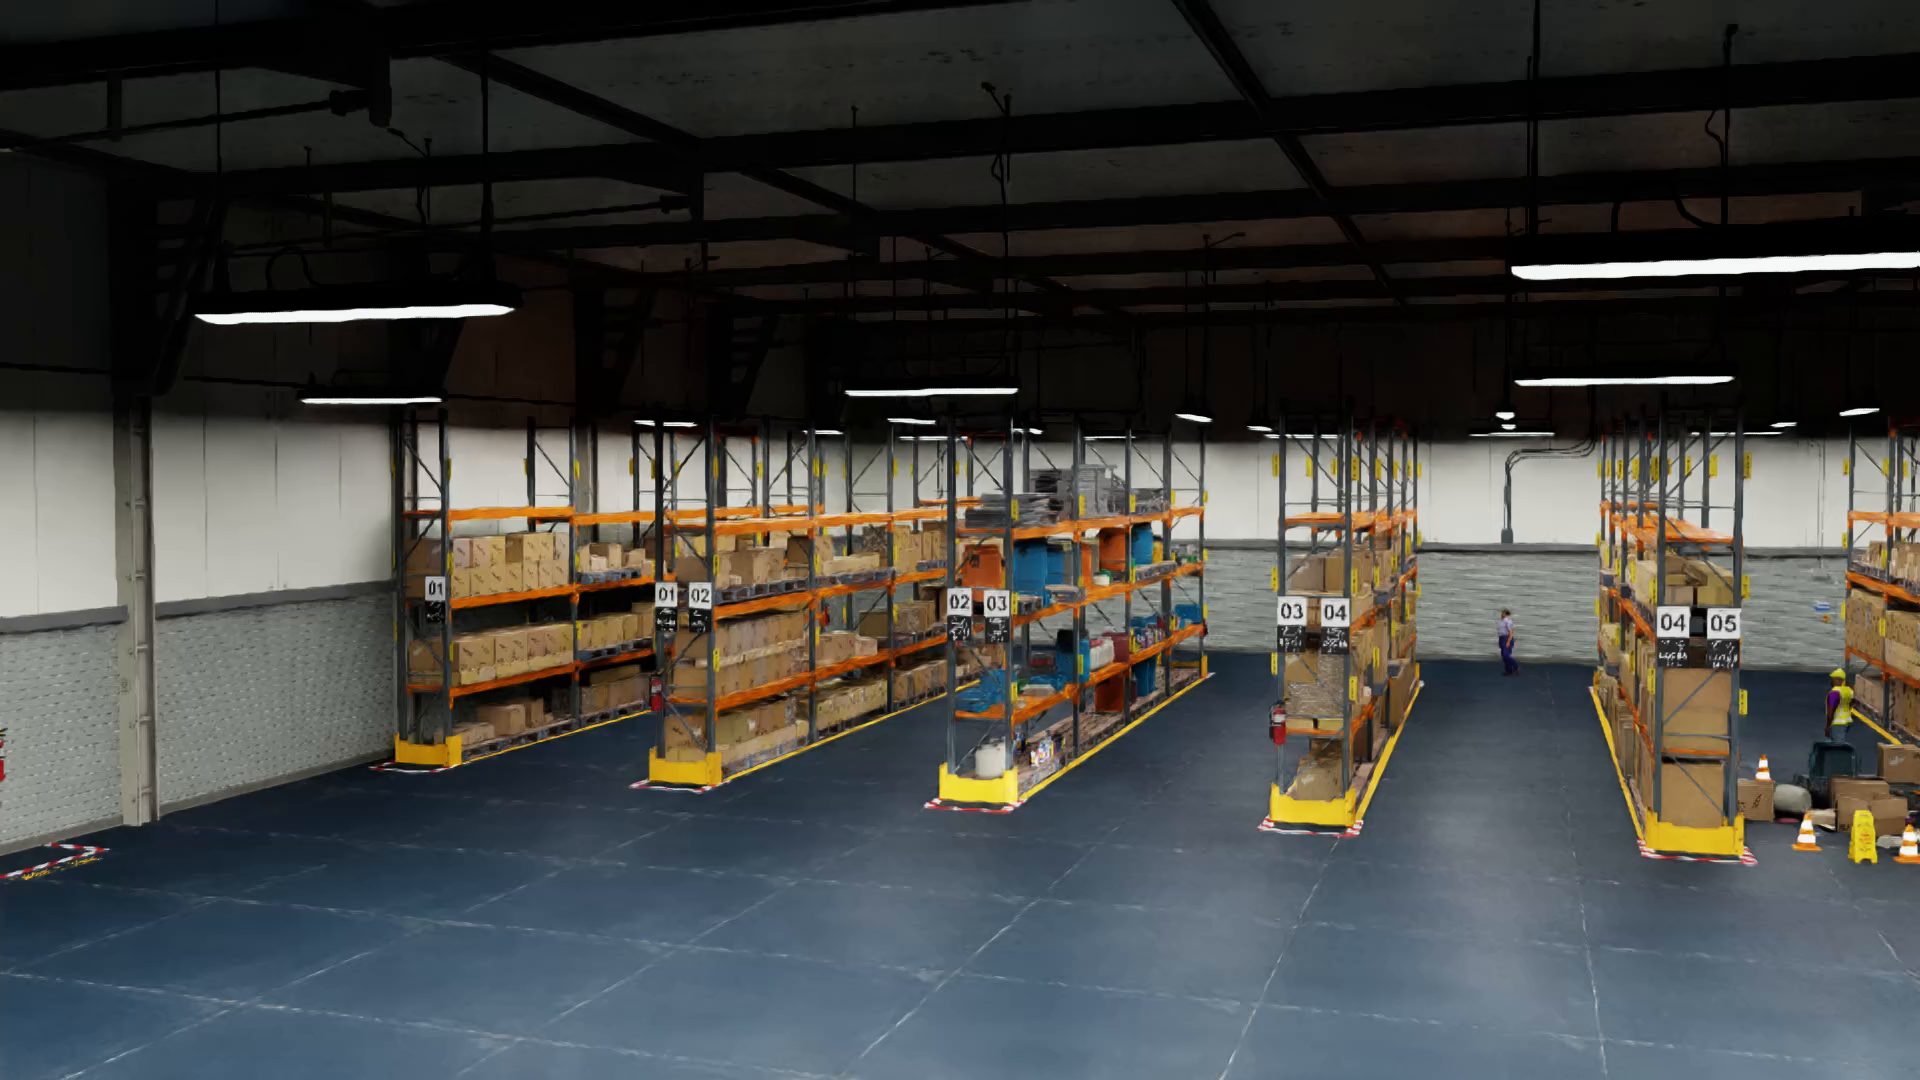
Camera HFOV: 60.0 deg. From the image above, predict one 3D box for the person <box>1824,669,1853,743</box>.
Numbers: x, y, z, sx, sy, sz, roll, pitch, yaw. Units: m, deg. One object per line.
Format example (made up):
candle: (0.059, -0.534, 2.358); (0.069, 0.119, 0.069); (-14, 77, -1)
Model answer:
person: (14.116, 2.955, 26.802); (0.669, 1.764, 0.574); (-2, 3, -43)

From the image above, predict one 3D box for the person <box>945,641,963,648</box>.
person: (-0.137, 2.243, 44.922); (0.638, 1.665, 0.481); (-1, 3, -21)

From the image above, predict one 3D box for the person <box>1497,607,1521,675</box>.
person: (13.278, 2.451, 40.202); (0.467, 1.639, 0.651); (0, 2, -9)
